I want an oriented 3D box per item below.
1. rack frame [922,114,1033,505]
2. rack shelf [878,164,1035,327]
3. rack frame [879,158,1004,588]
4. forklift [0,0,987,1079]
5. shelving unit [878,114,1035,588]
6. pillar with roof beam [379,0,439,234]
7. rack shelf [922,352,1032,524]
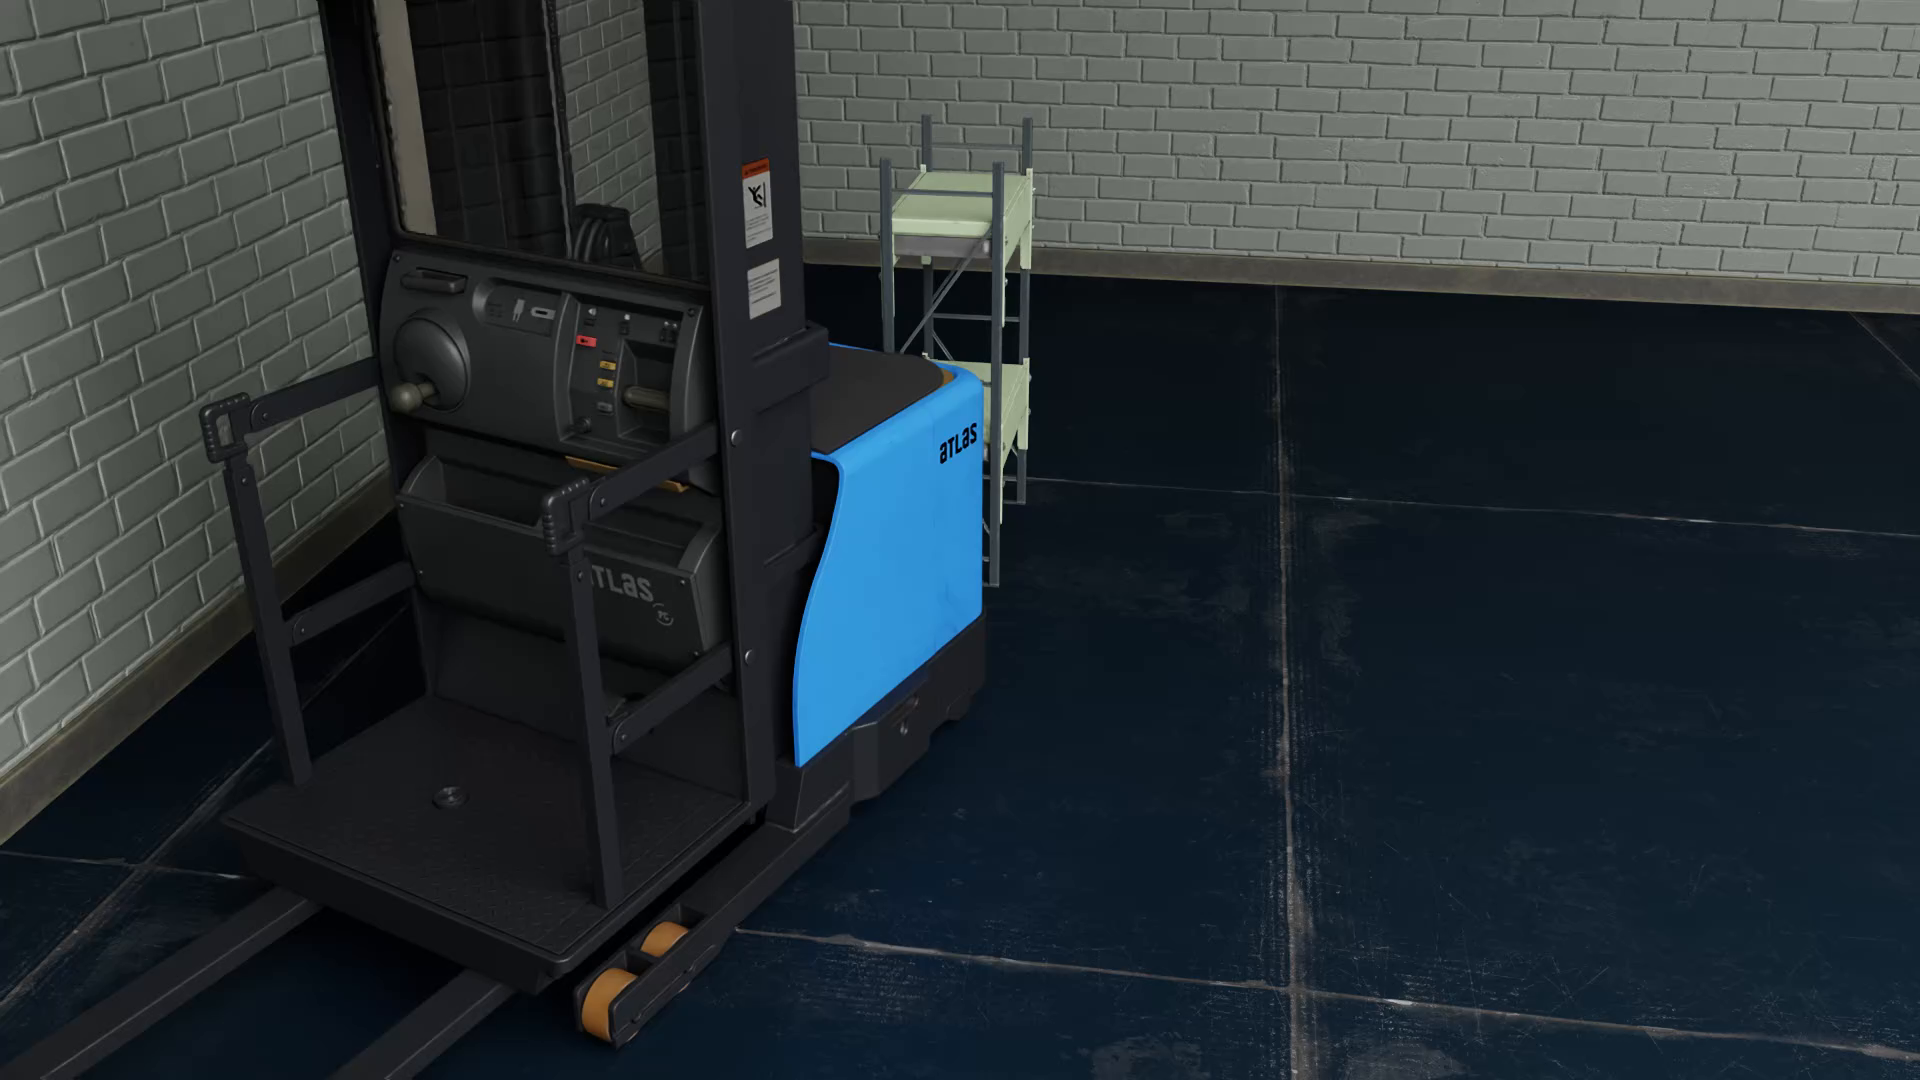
[{"bbox_3d":[0.061,-0.835,6.265,0.400,1.500,0.023,4,25,9],"label":"rack frame"},{"bbox_3d":[0.001,-1.036,5.773,0.431,0.370,0.720,4,25,9],"label":"rack shelf"},{"bbox_3d":[-0.059,-0.529,5.611,0.400,1.500,0.023,4,25,9],"label":"rack frame"},{"bbox_3d":[-1.078,-0.400,3.647,1.130,2.935,3.031,13,28,26],"label":"forklift"},{"bbox_3d":[0.001,-0.682,5.938,0.431,1.500,0.755,4,25,9],"label":"shelving unit"},{"bbox_3d":[2.259,-4.189,4.584,9.100,9.000,0.400,4,25,9],"label":"pillar with roof beam"},{"bbox_3d":[0.001,-0.387,6.076,0.431,0.370,0.720,4,25,9],"label":"rack shelf"}]
